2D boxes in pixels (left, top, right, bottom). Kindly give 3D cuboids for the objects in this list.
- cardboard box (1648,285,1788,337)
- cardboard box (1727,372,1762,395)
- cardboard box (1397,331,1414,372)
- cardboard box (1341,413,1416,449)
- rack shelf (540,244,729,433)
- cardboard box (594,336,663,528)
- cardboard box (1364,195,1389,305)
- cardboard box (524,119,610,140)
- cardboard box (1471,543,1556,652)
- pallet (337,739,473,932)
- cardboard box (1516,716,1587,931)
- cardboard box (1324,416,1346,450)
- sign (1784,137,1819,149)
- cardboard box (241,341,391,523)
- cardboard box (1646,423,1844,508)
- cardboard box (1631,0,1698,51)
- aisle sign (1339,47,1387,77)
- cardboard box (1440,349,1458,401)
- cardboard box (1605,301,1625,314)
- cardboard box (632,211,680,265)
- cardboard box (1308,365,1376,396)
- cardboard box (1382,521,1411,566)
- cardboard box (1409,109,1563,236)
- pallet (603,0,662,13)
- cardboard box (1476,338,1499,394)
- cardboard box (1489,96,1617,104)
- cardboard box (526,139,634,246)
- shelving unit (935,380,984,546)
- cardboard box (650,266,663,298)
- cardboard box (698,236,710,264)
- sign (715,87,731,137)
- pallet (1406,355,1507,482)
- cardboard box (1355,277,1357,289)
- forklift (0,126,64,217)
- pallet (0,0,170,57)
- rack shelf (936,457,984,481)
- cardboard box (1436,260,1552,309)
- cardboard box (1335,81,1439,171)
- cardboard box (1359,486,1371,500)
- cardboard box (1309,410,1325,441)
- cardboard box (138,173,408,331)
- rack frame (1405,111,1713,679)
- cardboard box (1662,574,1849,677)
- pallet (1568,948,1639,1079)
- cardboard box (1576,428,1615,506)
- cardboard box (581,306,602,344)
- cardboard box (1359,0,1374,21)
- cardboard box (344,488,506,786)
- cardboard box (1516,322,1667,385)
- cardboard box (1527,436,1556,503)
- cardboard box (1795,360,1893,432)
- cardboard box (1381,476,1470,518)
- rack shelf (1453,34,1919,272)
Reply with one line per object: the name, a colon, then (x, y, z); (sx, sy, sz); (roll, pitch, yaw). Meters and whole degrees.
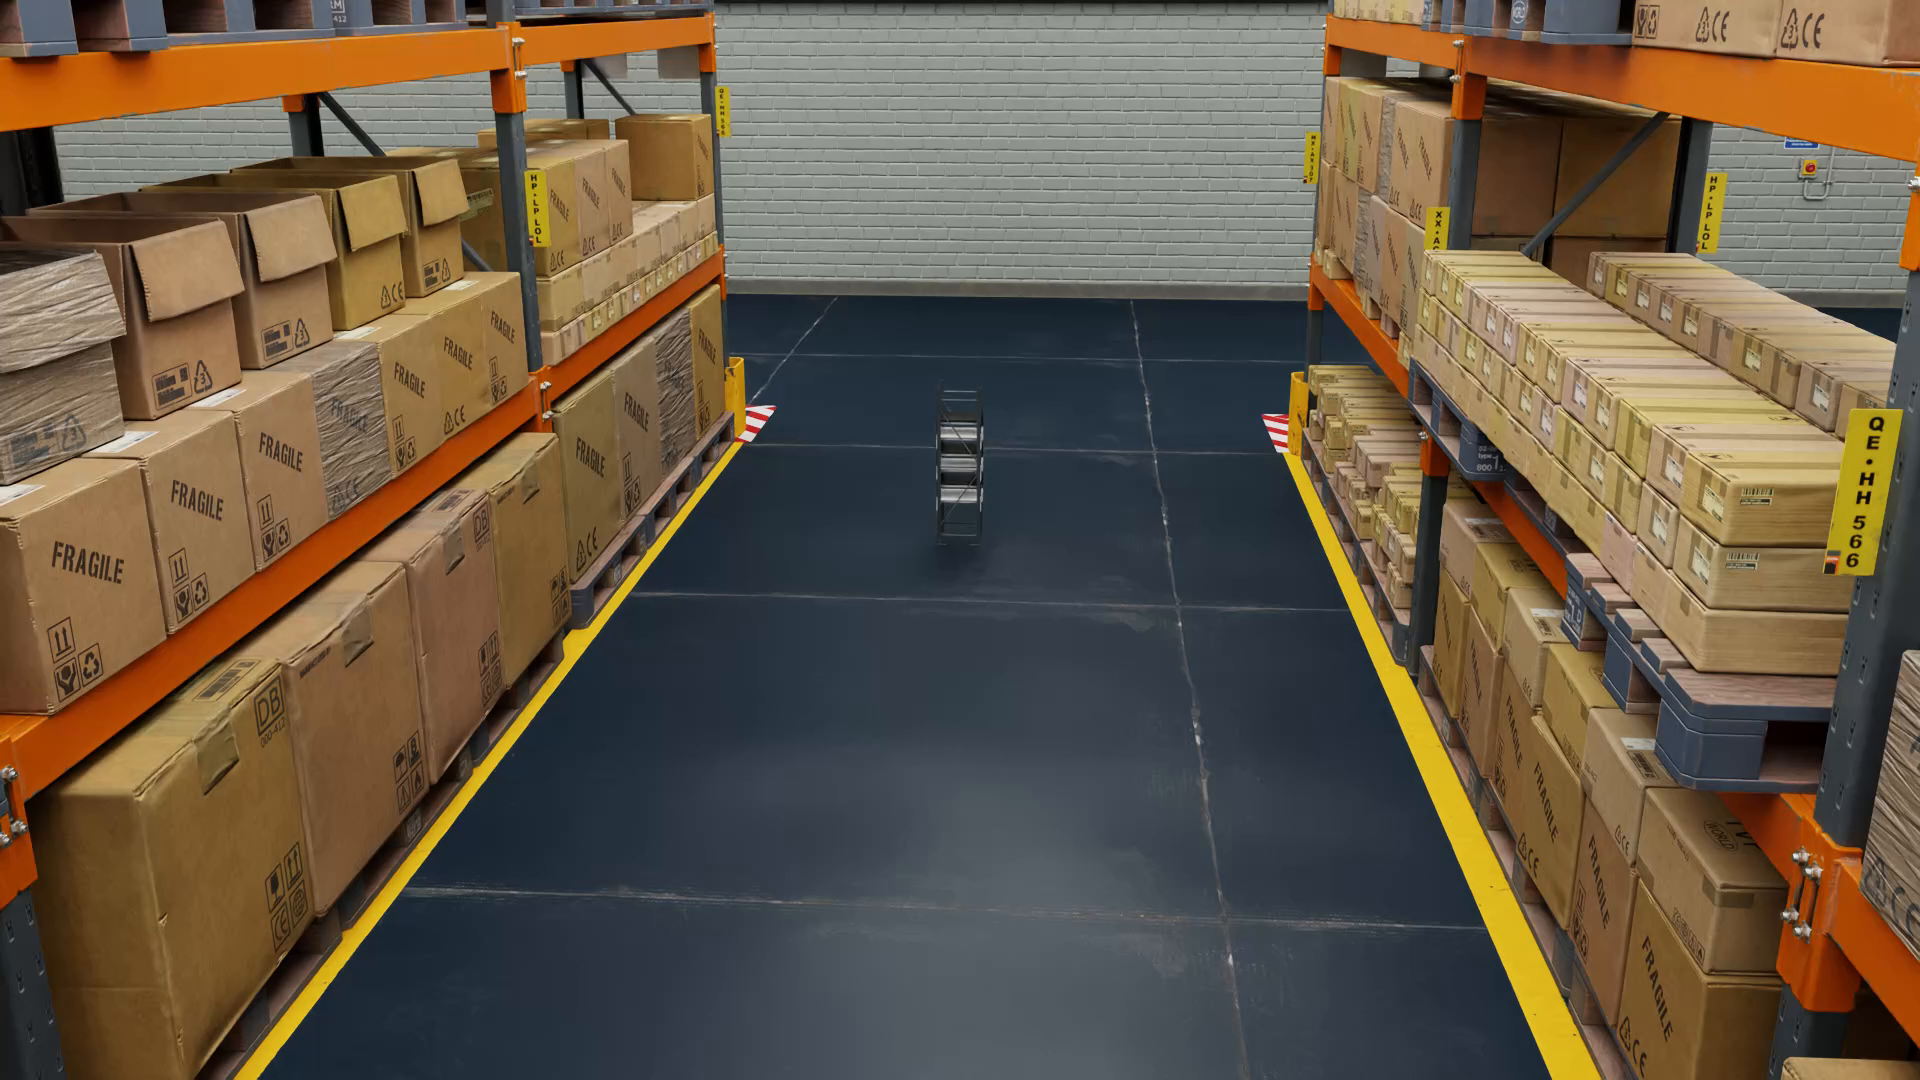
cardboard box: (2.646, -0.797, 5.812); (0.380, 0.149, 0.250); (1, 18, 4)
cardboard box: (2.592, -0.417, 5.131); (0.380, 0.149, 0.250); (2, 18, 6)
cardboard box: (2.234, -0.866, 7.651); (0.380, 0.149, 0.250); (1, 18, 2)
cardboard box: (2.373, -0.614, 9.428); (0.380, 0.149, 0.250); (2, 18, 5)
rack shelf: (-2.260, -1.230, 9.515); (1.077, 0.370, 4.000); (1, 18, 4)
cardboard box: (-2.211, -0.623, 9.246); (0.875, 0.875, 0.875); (1, 18, 4)
cardboard box: (2.365, -1.470, 8.453); (0.500, 0.500, 0.500); (1, 18, 4)
cardboard box: (-2.456, -2.321, 10.248); (0.500, 0.500, 0.500); (1, 18, 3)
cardboard box: (2.185, 0.212, 6.093); (0.500, 0.250, 0.500); (2, 18, 5)
pallet: (-2.468, 0.996, 6.045); (1.003, 0.211, 1.213); (1, 18, 4)
cardboard box: (2.099, 0.886, 5.242); (0.500, 0.500, 0.500); (0, 18, 1)
cardboard box: (2.398, -0.641, 9.988); (0.380, 0.149, 0.250); (2, 18, 6)
sign: (8.106, -3.872, 15.989); (0.327, 0.218, 0.001); (1, 18, 4)
cardboard box: (-2.278, -0.375, 5.591); (0.500, 0.500, 0.500); (1, 18, 4)
cardboard box: (1.848, -0.170, 3.897); (0.380, 0.149, 0.250); (1, 18, 3)
cardboard box: (2.101, -1.533, 4.306); (0.500, 0.500, 0.500); (1, 18, 4)
aisle sign: (2.530, -3.316, 10.550); (0.394, 0.787, 0.004); (1, 18, 4)
cardboard box: (2.014, -0.613, 6.205); (0.380, 0.149, 0.250); (1, 18, 4)
cardboard box: (2.688, -0.820, 6.360); (0.380, 0.149, 0.250); (1, 18, 4)
cardboard box: (-1.959, -1.791, 9.835); (0.500, 0.250, 0.500); (1, 18, 2)
cardboard box: (2.447, -1.023, 10.677); (0.380, 0.149, 0.250); (0, 18, 1)
cardboard box: (2.250, 0.016, 7.983); (0.380, 0.149, 0.250); (0, 18, 1)
cardboard box: (2.301, -1.625, 7.320); (0.500, 0.500, 0.500); (1, 18, 2)
pallet: (-2.244, -2.966, 8.982); (1.003, 0.211, 1.213); (1, 18, 4)
cardboard box: (1.980, -0.593, 5.666); (0.380, 0.149, 0.250); (2, 18, 6)
cardboard box: (2.901, -1.924, 8.235); (0.500, 0.500, 0.500); (2, 18, 5)
cardboard box: (-2.038, -1.835, 8.764); (0.500, 0.500, 0.500); (1, 18, 2)
shelving unit: (0.001, -0.430, 9.291); (0.258, 0.900, 0.210); (1, 18, 4)
cardboard box: (-1.923, -1.481, 9.529); (0.380, 0.149, 0.250); (2, 18, 5)
cardboard box: (-1.830, -1.875, 10.731); (0.380, 0.149, 0.250); (1, 18, 4)
sign: (-1.576, -2.839, 11.031); (0.100, 0.325, 0.005); (1, 18, 4)
pallet: (2.337, -0.483, 6.389); (1.003, 0.211, 1.213); (1, 18, 4)
cardboard box: (2.498, -1.509, 9.613); (0.380, 0.149, 0.250); (1, 18, 3)
forklift: (-5.524, -1.326, 8.761); (3.031, 2.935, 1.130); (-5, 19, -14)
pallet: (-2.696, -1.245, 3.892); (1.213, 0.211, 1.003); (2, 18, 6)
rack shelf: (0.001, -0.398, 9.301); (0.258, 0.077, 0.200); (1, 18, 4)
cardboard box: (2.036, -0.973, 6.348); (0.380, 0.149, 0.250); (2, 18, 5)
cardboard box: (2.497, -2.425, 9.761); (0.500, 0.500, 0.500); (2, 18, 6)
cardboard box: (2.385, -0.184, 9.070); (0.380, 0.149, 0.250); (2, 18, 5)
cardboard box: (2.467, -0.740, 10.768); (0.380, 0.149, 0.250); (2, 18, 5)
cardboard box: (-2.501, -1.063, 6.080); (0.797, 0.503, 0.637); (1, 18, 5)
rack frame: (2.537, -0.809, 7.073); (1.000, 3.000, 0.127); (1, 18, 4)
cardboard box: (1.827, 0.190, 3.755); (0.380, 0.149, 0.250); (2, 18, 5)
pallet: (2.308, 1.516, 4.457); (1.003, 0.211, 1.213); (1, 18, 4)
cardboard box: (1.884, -0.194, 4.448); (0.380, 0.149, 0.250); (1, 18, 4)
cardboard box: (-2.013, -1.079, 8.303); (0.380, 0.149, 0.250); (2, 18, 6)
cardboard box: (2.471, -2.948, 9.025); (0.500, 0.250, 0.500); (1, 18, 2)
cardboard box: (-2.492, 0.336, 6.317); (1.225, 0.875, 0.875); (1, 18, 2)
cardboard box: (1.943, -0.574, 5.131); (0.380, 0.149, 0.250); (2, 18, 6)
cardboard box: (1.924, -0.208, 4.970); (0.380, 0.149, 0.250); (2, 18, 6)
cardboard box: (2.552, -0.394, 4.583); (0.380, 0.149, 0.250); (2, 18, 6)
cardboard box: (2.292, -0.210, 8.195); (0.380, 0.149, 0.250); (1, 18, 3)
rack shelf: (2.394, -1.271, 4.823); (1.077, 0.370, 4.000); (1, 18, 4)
